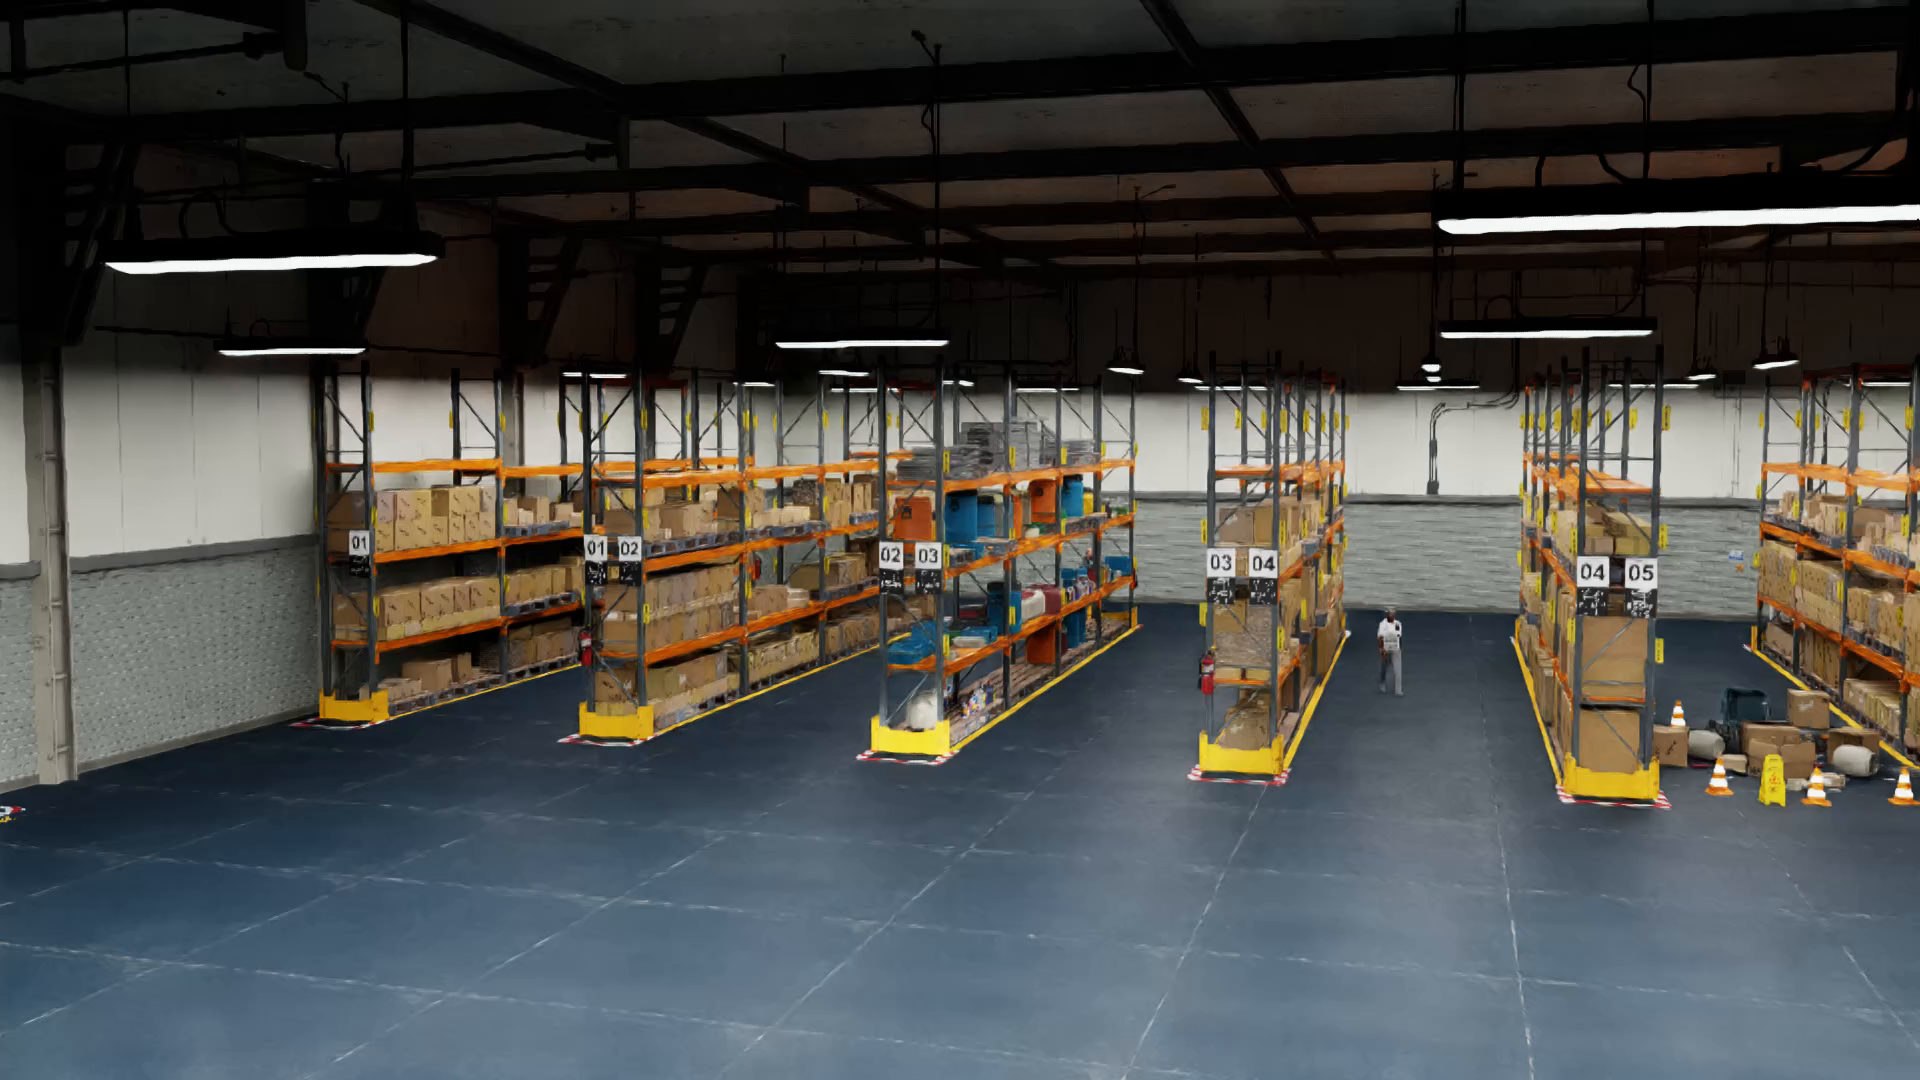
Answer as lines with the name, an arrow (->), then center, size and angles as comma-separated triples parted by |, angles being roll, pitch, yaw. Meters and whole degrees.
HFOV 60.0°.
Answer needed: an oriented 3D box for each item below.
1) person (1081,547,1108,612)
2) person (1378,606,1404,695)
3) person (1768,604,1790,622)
person -> 3.399, 1.044, 43.261 | 0.737, 1.712, 0.566 | -3, 5, -35
person -> 7.874, 1.996, 30.460 | 0.448, 1.614, 0.997 | 1, 4, 8
person -> 18.521, 1.445, 37.479 | 0.553, 1.781, 0.646 | -1, 4, -14
